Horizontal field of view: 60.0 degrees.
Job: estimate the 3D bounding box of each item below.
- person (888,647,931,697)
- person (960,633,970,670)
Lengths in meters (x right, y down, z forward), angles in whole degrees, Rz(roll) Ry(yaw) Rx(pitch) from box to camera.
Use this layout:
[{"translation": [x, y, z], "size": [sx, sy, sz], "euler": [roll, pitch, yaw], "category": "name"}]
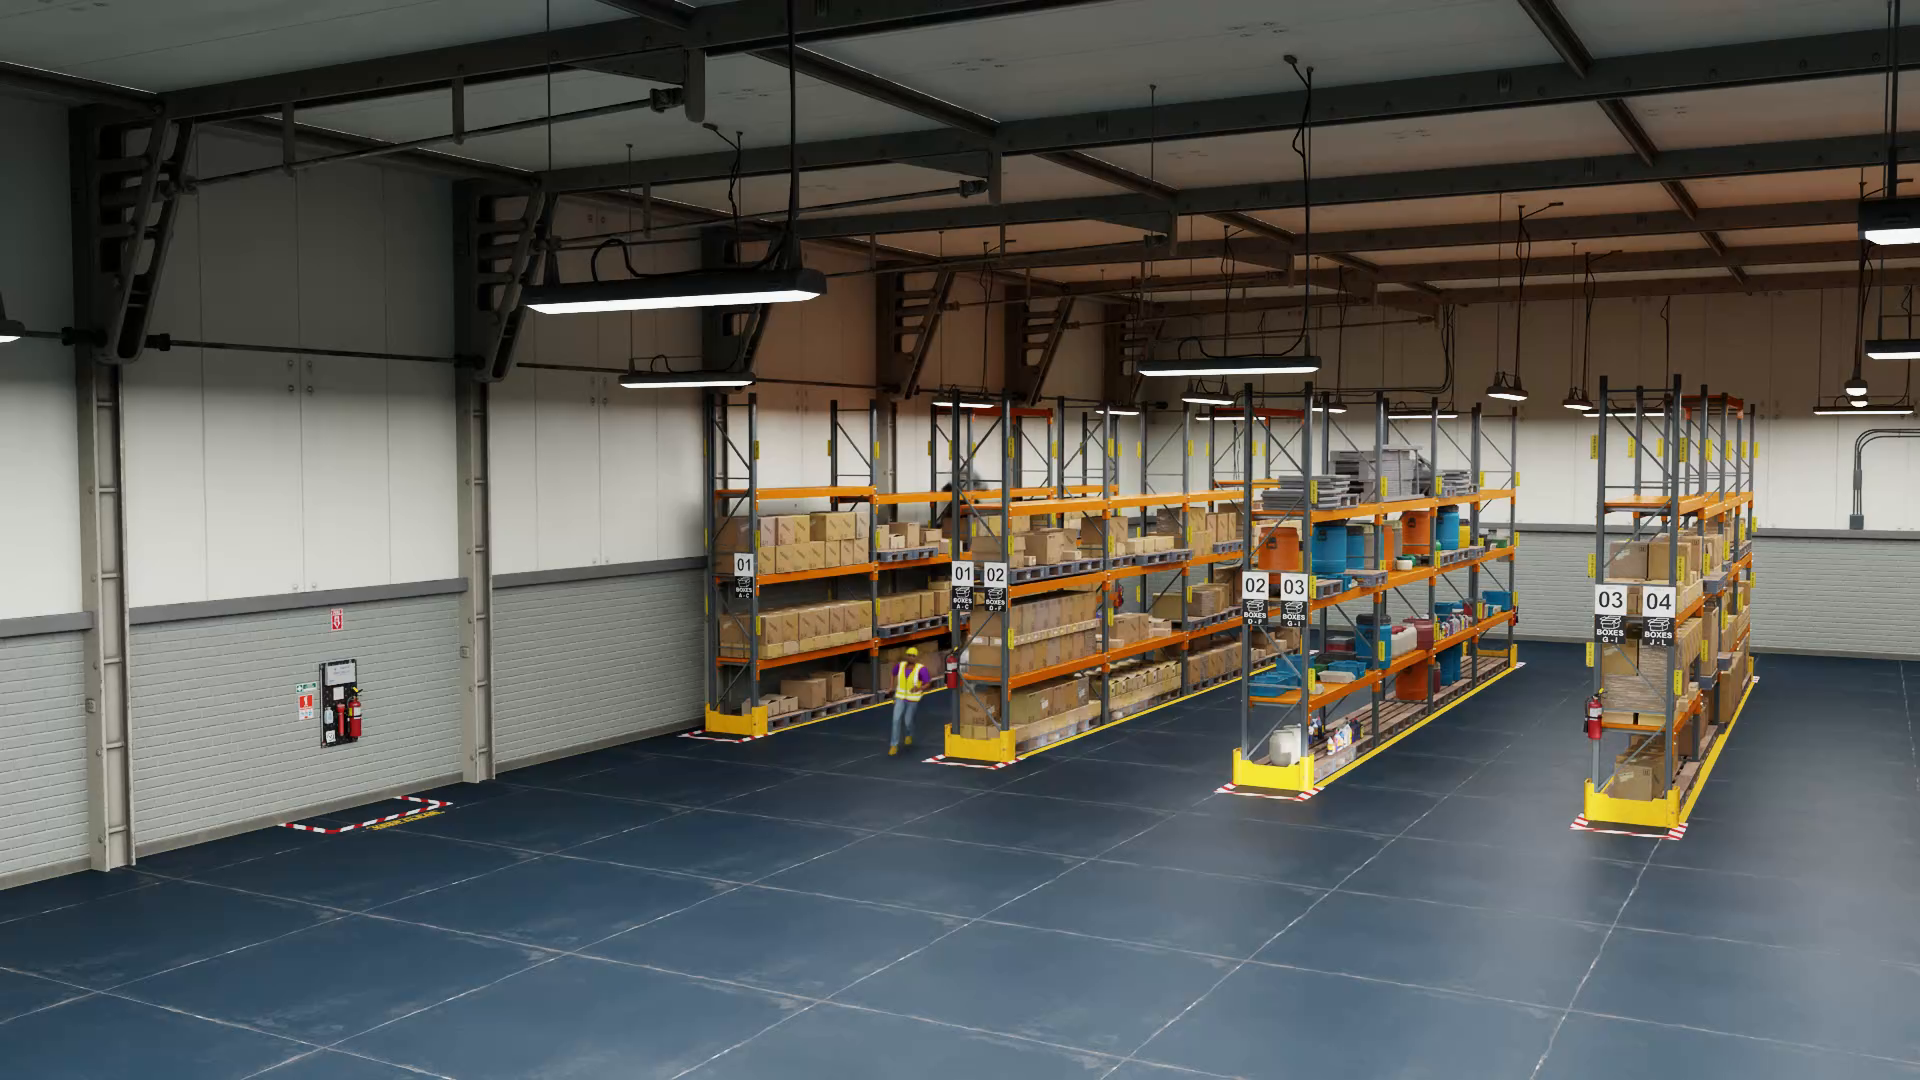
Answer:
[{"translation": [-0.858, 2.191, 27.494], "size": [0.737, 0.844, 0.538], "euler": [1, 3, 13], "category": "person"}, {"translation": [0.157, 2.115, 30.144], "size": [0.583, 0.863, 0.616], "euler": [2, 4, 29], "category": "person"}]
